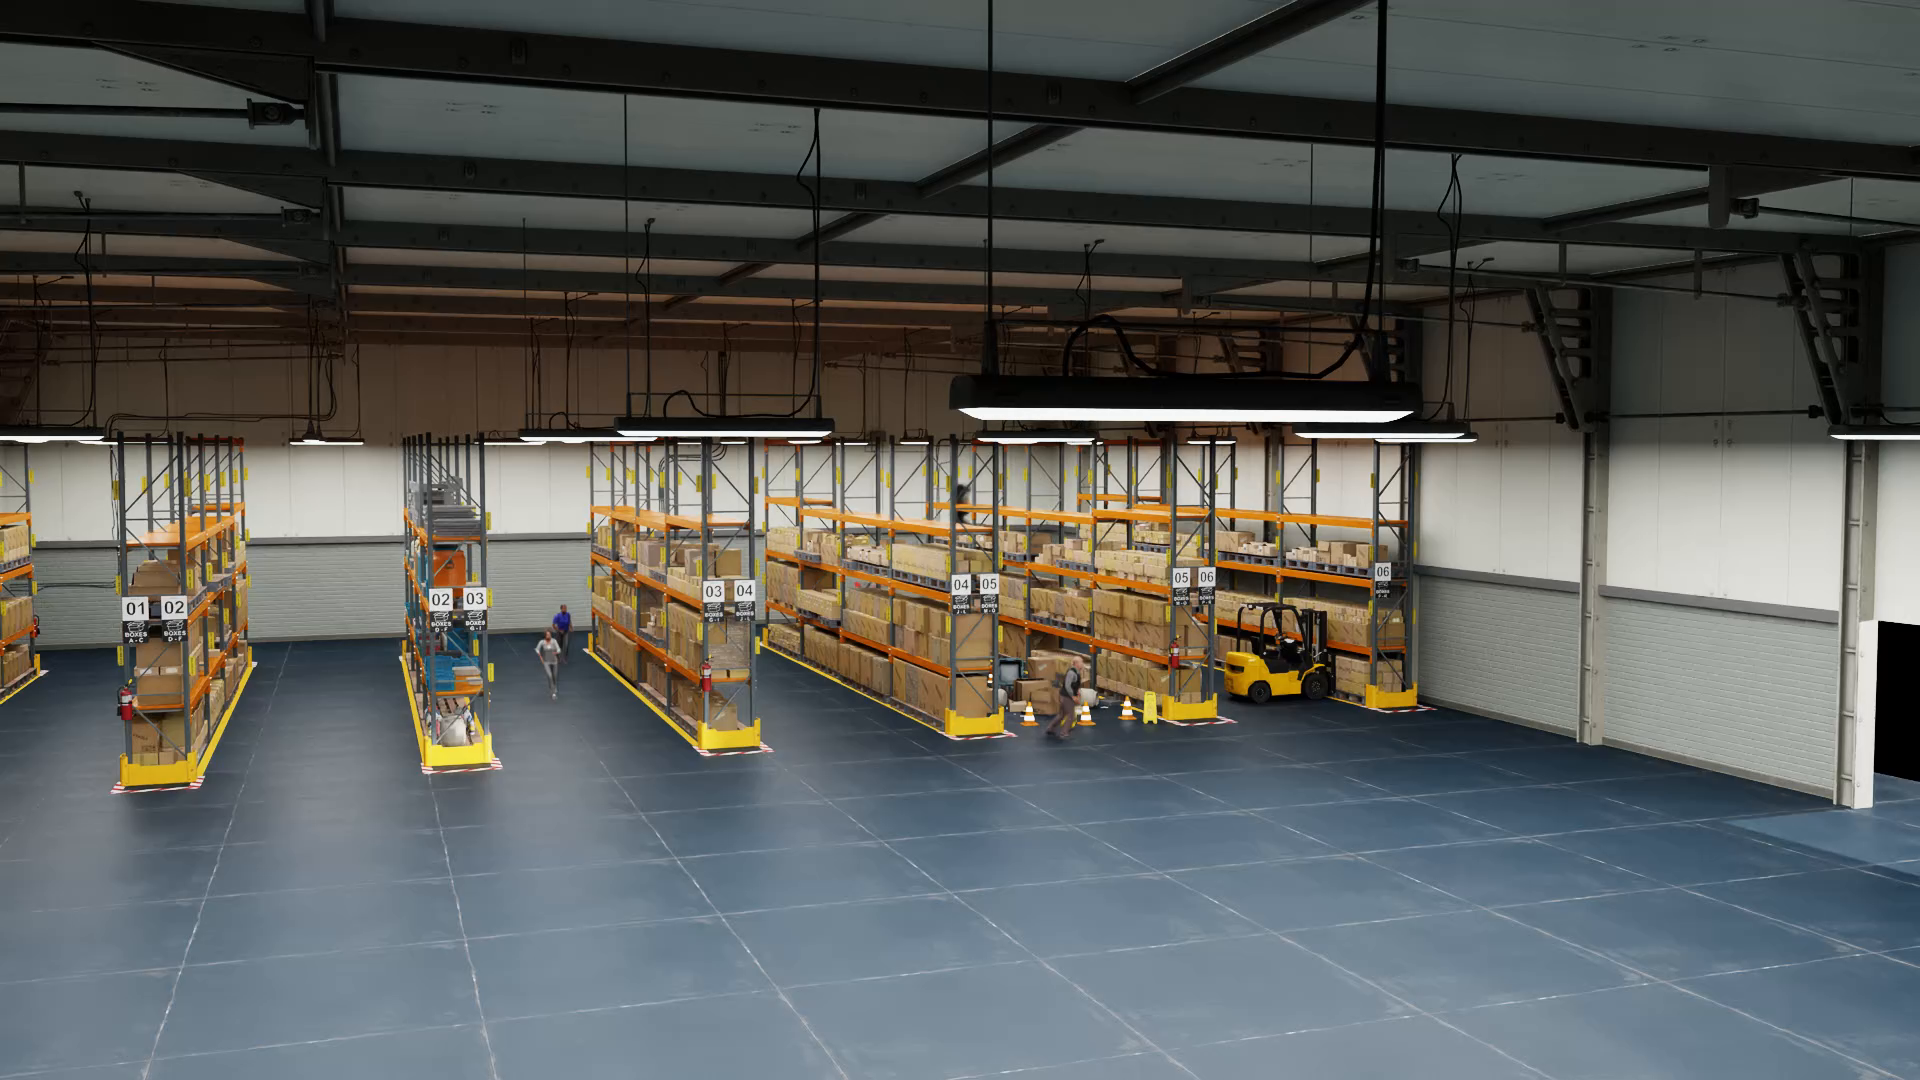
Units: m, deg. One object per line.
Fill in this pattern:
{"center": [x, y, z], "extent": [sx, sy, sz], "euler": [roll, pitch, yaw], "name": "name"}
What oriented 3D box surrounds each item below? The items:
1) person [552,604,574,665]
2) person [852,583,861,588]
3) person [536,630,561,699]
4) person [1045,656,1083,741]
{"center": [-10.535, 2.491, 43.986], "extent": [0.571, 1.615, 0.752], "euler": [-2, 4, -31], "name": "person"}
{"center": [-2.917, 2.101, 50.646], "extent": [0.964, 1.647, 0.711], "euler": [-3, 4, -39], "name": "person"}
{"center": [-9.364, 2.813, 37.890], "extent": [0.531, 1.562, 0.838], "euler": [-2, 4, -26], "name": "person"}
{"center": [2.043, 3.094, 32.554], "extent": [0.748, 1.667, 0.664], "euler": [0, 3, 4], "name": "person"}
